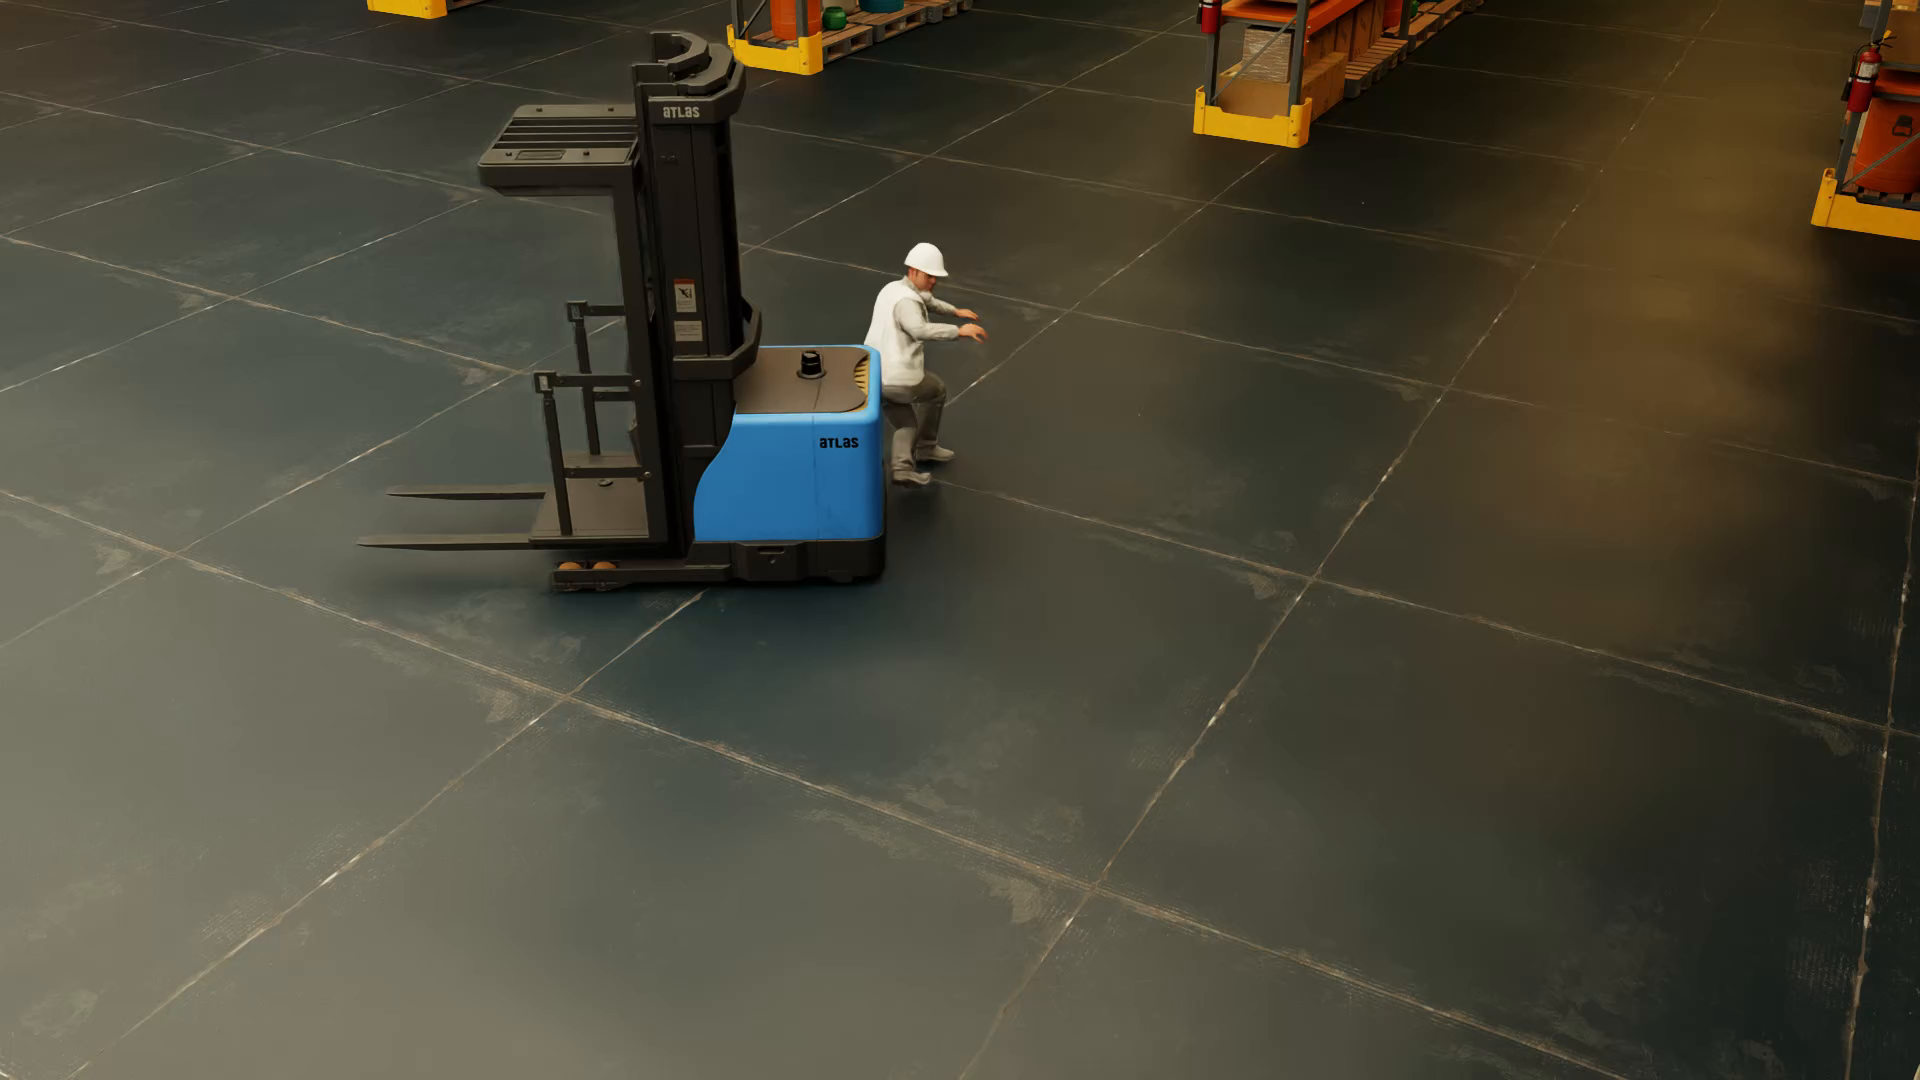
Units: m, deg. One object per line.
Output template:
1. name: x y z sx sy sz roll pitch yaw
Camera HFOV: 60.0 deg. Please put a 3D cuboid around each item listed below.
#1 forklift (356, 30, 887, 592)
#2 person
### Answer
1. forklift: -1.957 -1.242 9.223 3.031 2.935 1.130 -1 30 -1
2. person: -0.132 -1.097 10.407 0.848 1.533 1.100 24 38 35
